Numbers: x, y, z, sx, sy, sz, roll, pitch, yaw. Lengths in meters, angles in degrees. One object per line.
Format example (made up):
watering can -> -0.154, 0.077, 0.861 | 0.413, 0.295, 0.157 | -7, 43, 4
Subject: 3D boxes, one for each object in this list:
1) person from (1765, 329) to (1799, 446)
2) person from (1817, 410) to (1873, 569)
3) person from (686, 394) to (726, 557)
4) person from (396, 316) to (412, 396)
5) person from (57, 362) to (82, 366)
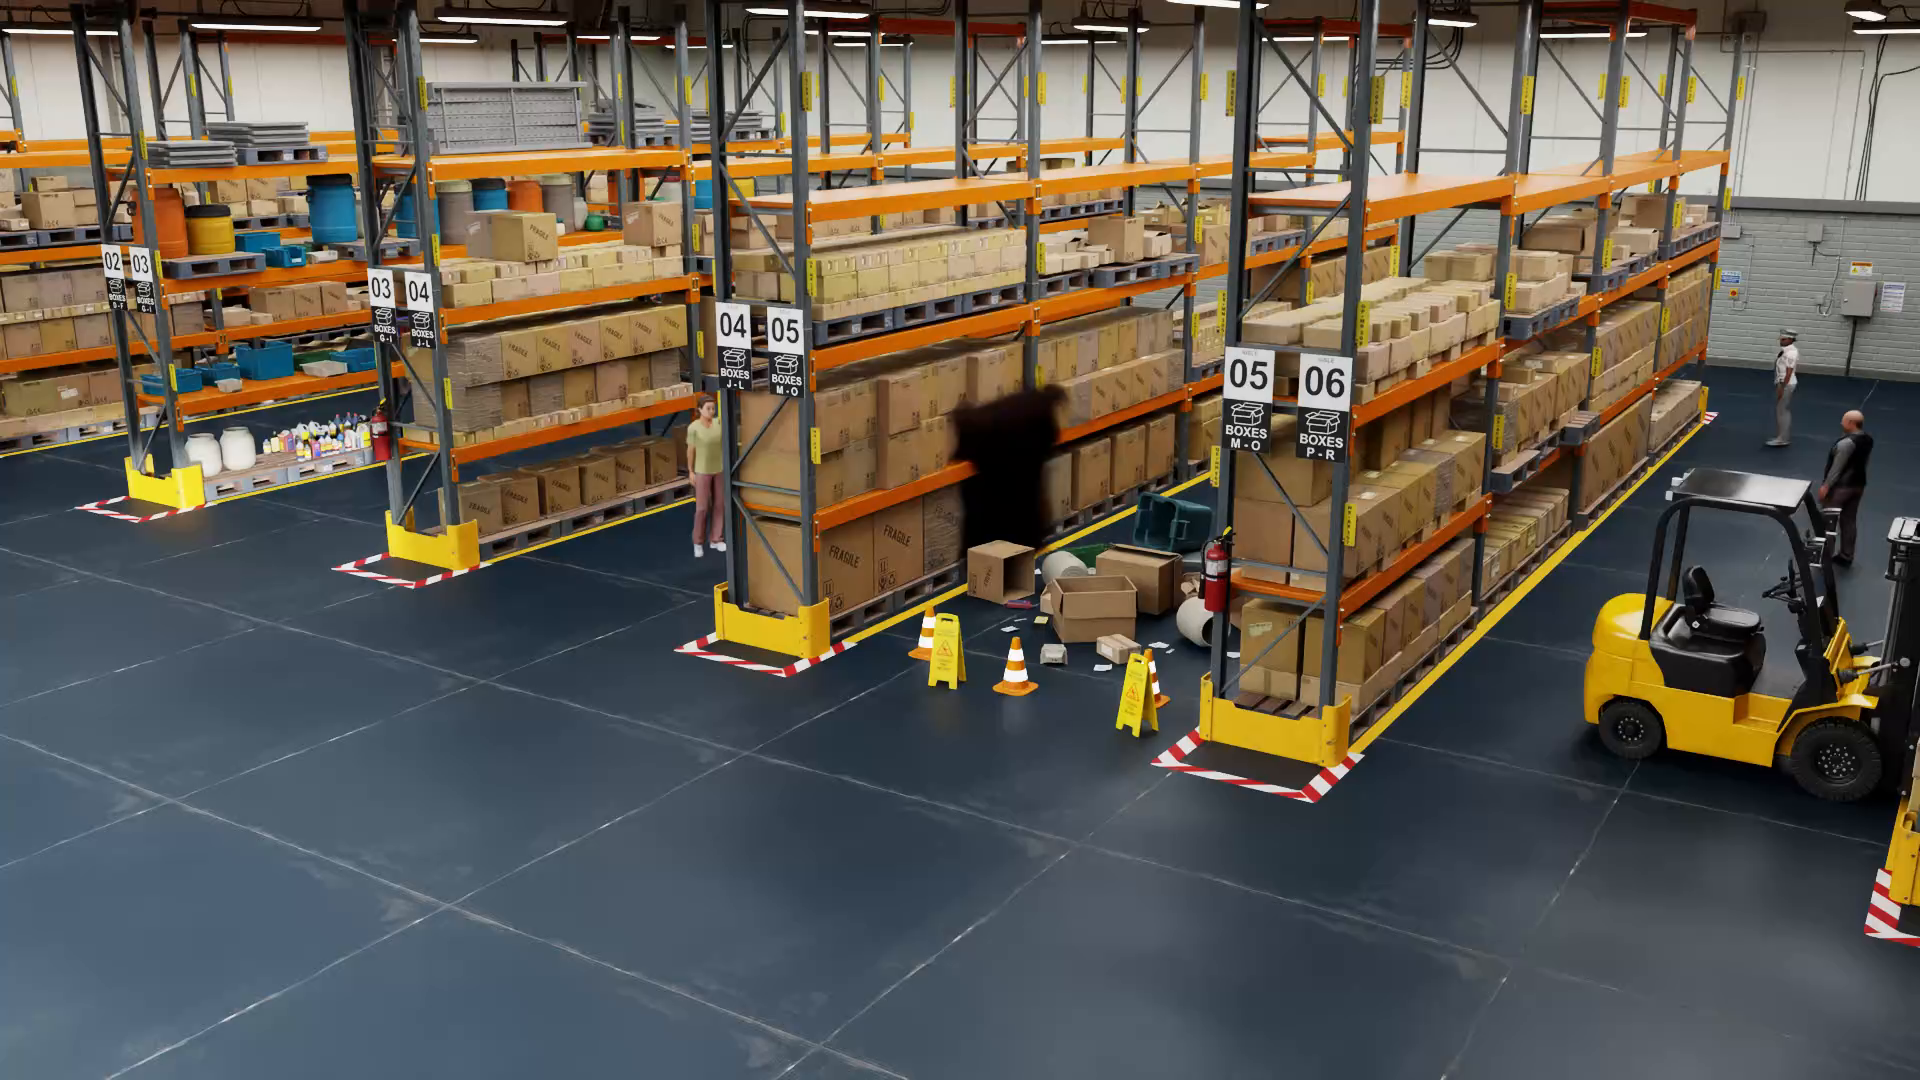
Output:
person -> 11.887, -2.210, 24.019 | 0.360, 1.682, 0.460 | 8, 17, 26
person -> 9.564, -0.555, 18.038 | 0.585, 1.725, 0.379 | -7, 17, -24
person -> -2.619, -0.688, 17.546 | 0.495, 1.715, 0.394 | -10, 19, -33
person -> -9.347, -3.248, 27.789 | 0.425, 1.674, 0.481 | 8, 17, 25
person -> -14.246, -2.974, 26.553 | 0.415, 1.795, 0.564 | 2, 16, 9
